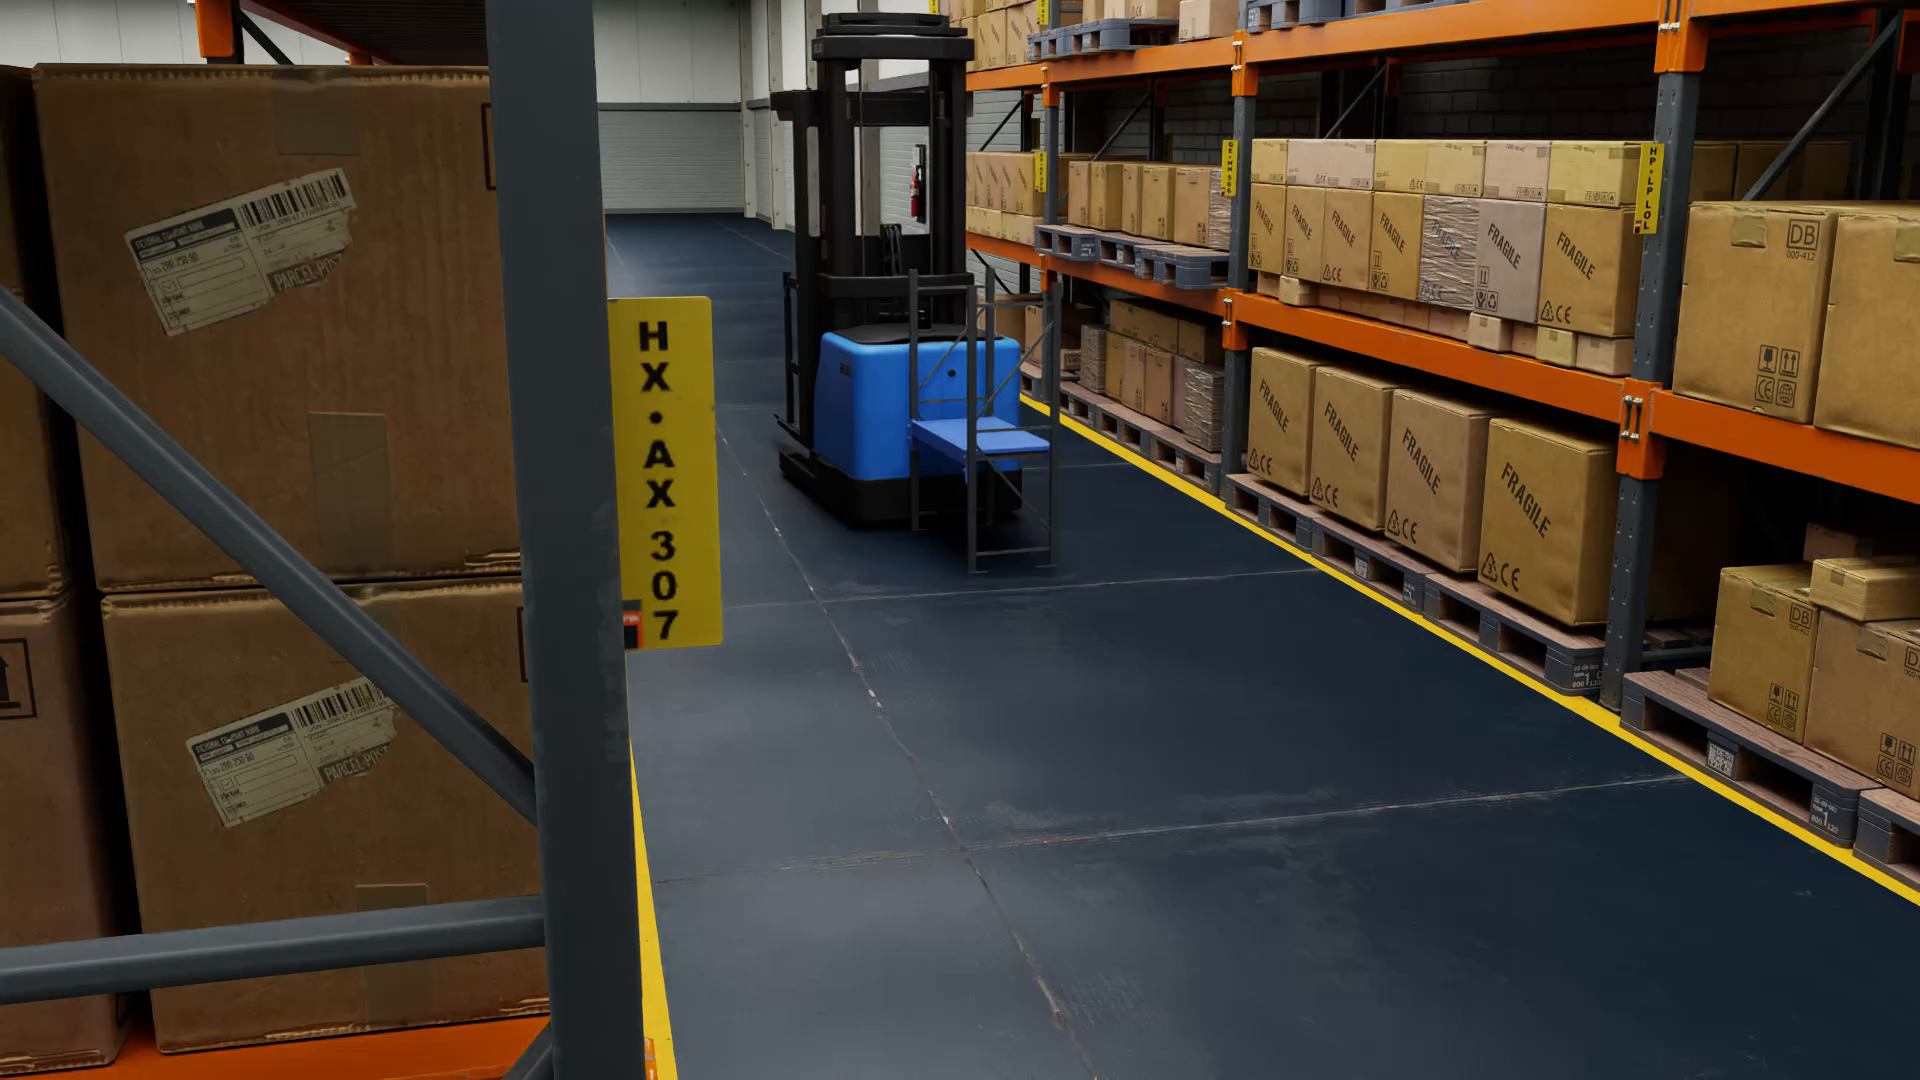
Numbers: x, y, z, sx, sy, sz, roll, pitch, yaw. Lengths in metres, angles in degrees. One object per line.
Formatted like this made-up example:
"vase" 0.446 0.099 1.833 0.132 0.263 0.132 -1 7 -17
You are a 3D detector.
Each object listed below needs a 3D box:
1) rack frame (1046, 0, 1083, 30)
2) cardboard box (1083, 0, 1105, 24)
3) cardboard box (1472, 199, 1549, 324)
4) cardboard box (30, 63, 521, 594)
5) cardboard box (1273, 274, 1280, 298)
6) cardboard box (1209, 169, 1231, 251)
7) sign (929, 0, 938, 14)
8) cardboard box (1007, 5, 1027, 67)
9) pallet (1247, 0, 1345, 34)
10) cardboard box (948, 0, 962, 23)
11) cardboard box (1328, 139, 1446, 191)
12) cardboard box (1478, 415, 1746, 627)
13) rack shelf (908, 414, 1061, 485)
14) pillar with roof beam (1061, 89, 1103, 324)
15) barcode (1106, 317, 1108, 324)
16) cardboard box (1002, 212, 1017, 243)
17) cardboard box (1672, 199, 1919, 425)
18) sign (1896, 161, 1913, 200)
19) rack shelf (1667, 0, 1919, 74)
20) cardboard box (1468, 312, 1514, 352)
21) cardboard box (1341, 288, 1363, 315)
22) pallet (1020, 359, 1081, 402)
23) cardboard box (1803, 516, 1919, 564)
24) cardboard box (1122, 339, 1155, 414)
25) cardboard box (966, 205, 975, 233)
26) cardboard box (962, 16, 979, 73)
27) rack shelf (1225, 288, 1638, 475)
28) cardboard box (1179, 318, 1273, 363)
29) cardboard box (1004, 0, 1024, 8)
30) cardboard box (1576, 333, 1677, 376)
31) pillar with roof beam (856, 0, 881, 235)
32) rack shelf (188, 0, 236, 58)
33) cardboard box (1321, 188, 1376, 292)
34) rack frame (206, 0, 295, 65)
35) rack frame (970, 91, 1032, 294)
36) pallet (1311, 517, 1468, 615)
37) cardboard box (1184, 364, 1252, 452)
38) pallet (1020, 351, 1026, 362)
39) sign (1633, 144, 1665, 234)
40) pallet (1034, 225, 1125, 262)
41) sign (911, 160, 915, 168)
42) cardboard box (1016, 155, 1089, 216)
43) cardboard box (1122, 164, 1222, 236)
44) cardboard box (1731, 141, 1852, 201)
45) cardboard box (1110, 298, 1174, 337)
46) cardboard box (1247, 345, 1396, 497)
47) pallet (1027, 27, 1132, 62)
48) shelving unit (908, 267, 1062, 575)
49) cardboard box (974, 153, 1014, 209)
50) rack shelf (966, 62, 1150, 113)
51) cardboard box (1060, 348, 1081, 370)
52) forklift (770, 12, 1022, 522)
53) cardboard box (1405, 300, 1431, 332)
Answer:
"rack frame" 1.196 -5.566 13.249 1.000 3.000 0.127 -3 14 -13
"cardboard box" 1.247 -4.231 13.009 0.500 0.500 0.500 -1 14 -5
"cardboard box" 2.592 -1.219 7.216 0.500 0.500 0.500 -3 14 -13
"cardboard box" -0.647 -0.258 1.845 0.500 0.500 0.500 -3 14 -11
"cardboard box" 2.039 -1.469 9.608 0.380 0.149 0.250 -3 14 -12
"cardboard box" 2.016 -2.099 10.562 0.700 0.500 0.500 -5 15 -20
"sign" -0.270 -5.426 17.155 0.100 0.325 0.005 -3 14 -13
"cardboard box" 0.731 -4.387 14.492 0.500 0.500 0.500 -5 14 -18
"pallet" 2.339 -2.949 9.255 1.213 0.211 1.003 -3 14 -11
"cardboard box" 0.180 -5.355 16.345 0.500 0.500 0.500 -3 14 -14
"cardboard box" 2.240 -1.938 8.580 0.500 0.250 0.500 -3 14 -13
"cardboard box" 2.796 -0.109 7.197 0.750 0.750 0.750 -3 14 -13
"rack shelf" 0.116 -0.507 9.101 0.538 0.185 1.000 -5 14 -18
"pillar with roof beam" -2.922 -6.136 15.581 9.100 9.000 0.400 -3 14 -13
"barcode" 1.303 -1.945 14.733 0.001 0.075 0.075 -3 14 -13
"cardboard box" 0.682 -2.797 14.827 0.500 0.250 0.500 -3 14 -13
"cardboard box" 3.187 -0.826 5.856 0.980 0.700 0.700 -3 14 -12
"sign" 3.614 -1.297 6.423 0.100 0.325 0.005 -3 14 -13
"rack shelf" 3.545 -1.453 4.248 1.077 0.370 4.000 -3 14 -13
"cardboard box" 2.502 -0.933 7.413 0.380 0.149 0.250 -3 14 -13
"cardboard box" 2.267 -1.293 8.885 0.380 0.149 0.250 -3 14 -12
"pallet" 1.004 -1.450 14.918 1.003 0.211 1.213 -3 14 -13
"cardboard box" 3.310 0.023 6.030 0.380 0.149 0.250 -3 14 -14
"cardboard box" 1.636 -1.246 12.547 0.700 0.500 0.500 -3 14 -13
"cardboard box" 0.313 -3.144 16.251 0.500 0.250 0.500 -4 14 -14
"cardboard box" 0.310 -4.754 15.991 0.500 0.500 0.500 -3 14 -11
"rack shelf" 2.606 -0.918 8.381 1.077 0.370 4.000 -3 14 -13
"cardboard box" 1.843 -1.391 11.560 0.500 0.250 0.500 -3 14 -12
"cardboard box" 0.676 -4.880 14.402 0.500 0.500 0.500 -3 14 -10
"cardboard box" 2.721 -0.756 6.689 0.380 0.149 0.250 -3 14 -13
"pillar with roof beam" -5.741 -8.904 26.912 9.100 9.000 0.400 -3 14 -13
"rack shelf" -1.269 -1.176 3.115 1.077 0.370 4.000 -3 14 -13
"cardboard box" 2.231 -1.570 8.652 0.500 0.500 0.500 -3 14 -13
"rack frame" -1.739 -0.529 5.274 1.000 3.000 0.127 -3 14 -13
"rack frame" 0.257 -3.575 17.738 1.000 3.000 0.127 -3 14 -13
"pallet" 2.531 0.092 8.604 1.003 0.211 1.213 -3 14 -13
"cardboard box" 1.916 -0.892 11.097 0.700 0.500 0.500 -3 14 -12
"pallet" 0.714 -1.732 16.073 1.003 0.211 1.213 -3 14 -13
"sign" 2.550 -1.298 6.146 0.100 0.325 0.005 -3 14 -13
"pallet" 1.235 -2.374 13.229 1.003 0.211 1.213 -3 14 -13
"sign" -0.727 -5.824 25.755 0.001 0.109 0.331 -3 14 -13
"cardboard box" 0.785 -3.045 14.264 0.500 0.500 0.500 -3 14 -13
"cardboard box" 1.592 -2.515 12.265 0.700 0.500 0.500 -1 14 -5
"cardboard box" 3.220 -1.494 6.763 0.500 0.250 0.500 -3 14 -11
"cardboard box" 1.492 -1.745 13.011 0.500 0.250 0.500 -4 14 -14
"cardboard box" 2.181 -0.712 9.665 0.750 0.750 0.750 -3 14 -14
"pallet" 1.238 -3.869 13.020 1.213 0.211 1.003 -3 14 -13
"shelving unit" 0.116 -0.682 9.059 0.538 1.500 1.048 -5 14 -18
"cardboard box" 0.431 -3.396 15.703 0.500 0.500 0.500 -3 14 -11
"rack shelf" 0.727 -4.221 15.579 1.077 0.370 4.000 -3 14 -13
"cardboard box" 1.042 -1.611 14.744 0.380 0.166 0.250 -5 15 -21
"forklift" -0.579 -1.836 10.766 1.130 2.935 3.031 -5 14 -18
"cardboard box" 2.414 -1.114 8.152 0.380 0.149 0.250 -3 14 -11
